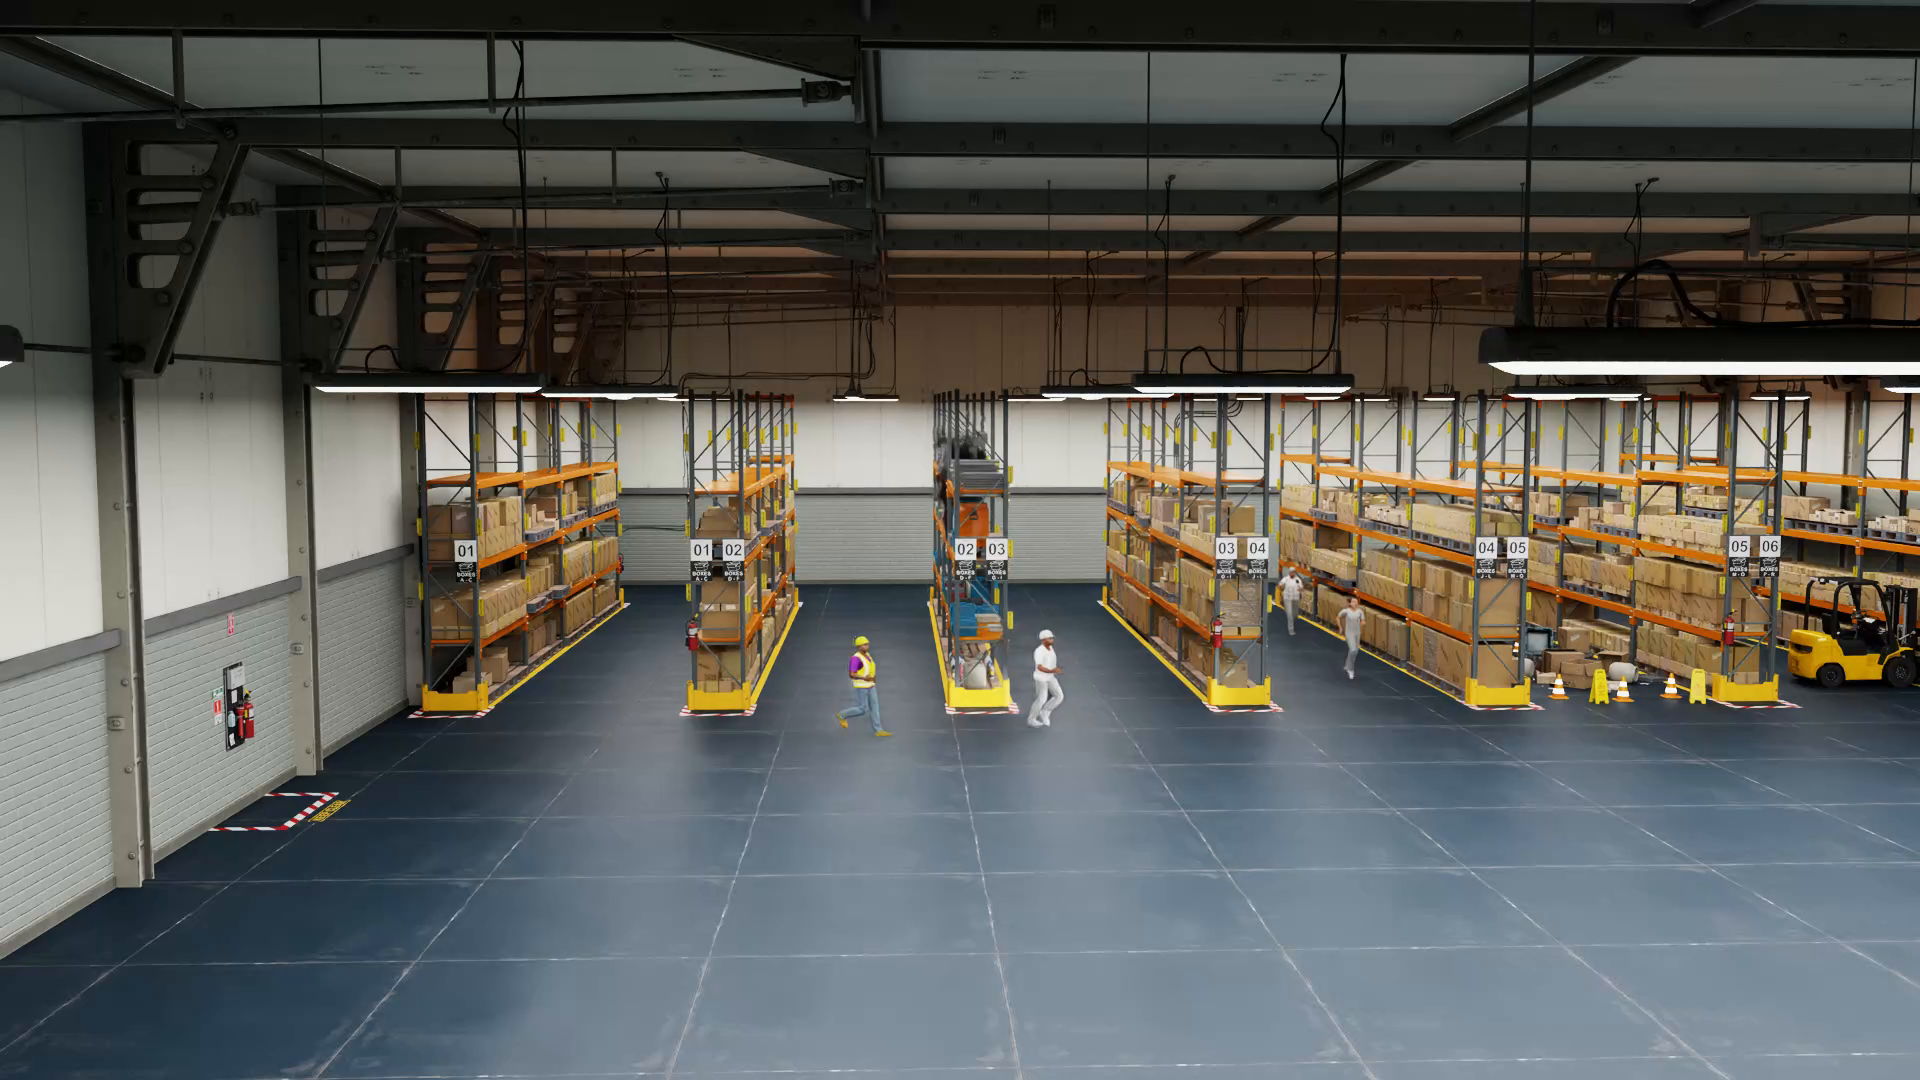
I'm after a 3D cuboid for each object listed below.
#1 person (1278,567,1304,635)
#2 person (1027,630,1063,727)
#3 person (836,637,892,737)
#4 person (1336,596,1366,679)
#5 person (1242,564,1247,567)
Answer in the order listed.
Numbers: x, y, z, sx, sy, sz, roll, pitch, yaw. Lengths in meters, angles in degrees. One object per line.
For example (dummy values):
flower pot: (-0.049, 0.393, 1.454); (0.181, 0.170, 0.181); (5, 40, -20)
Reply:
person: (8.280, 1.495, 41.509); (0.609, 1.648, 0.912); (0, 5, -5)
person: (1.539, 2.450, 29.374); (0.756, 1.736, 0.674); (3, 6, 32)
person: (-1.628, 2.522, 28.584); (1.006, 1.738, 0.714); (2, 5, 25)
person: (8.249, 2.037, 34.989); (0.531, 1.720, 0.738); (-1, 5, -14)
person: (8.271, 1.014, 48.394); (0.648, 1.575, 0.589); (-2, 5, -27)
